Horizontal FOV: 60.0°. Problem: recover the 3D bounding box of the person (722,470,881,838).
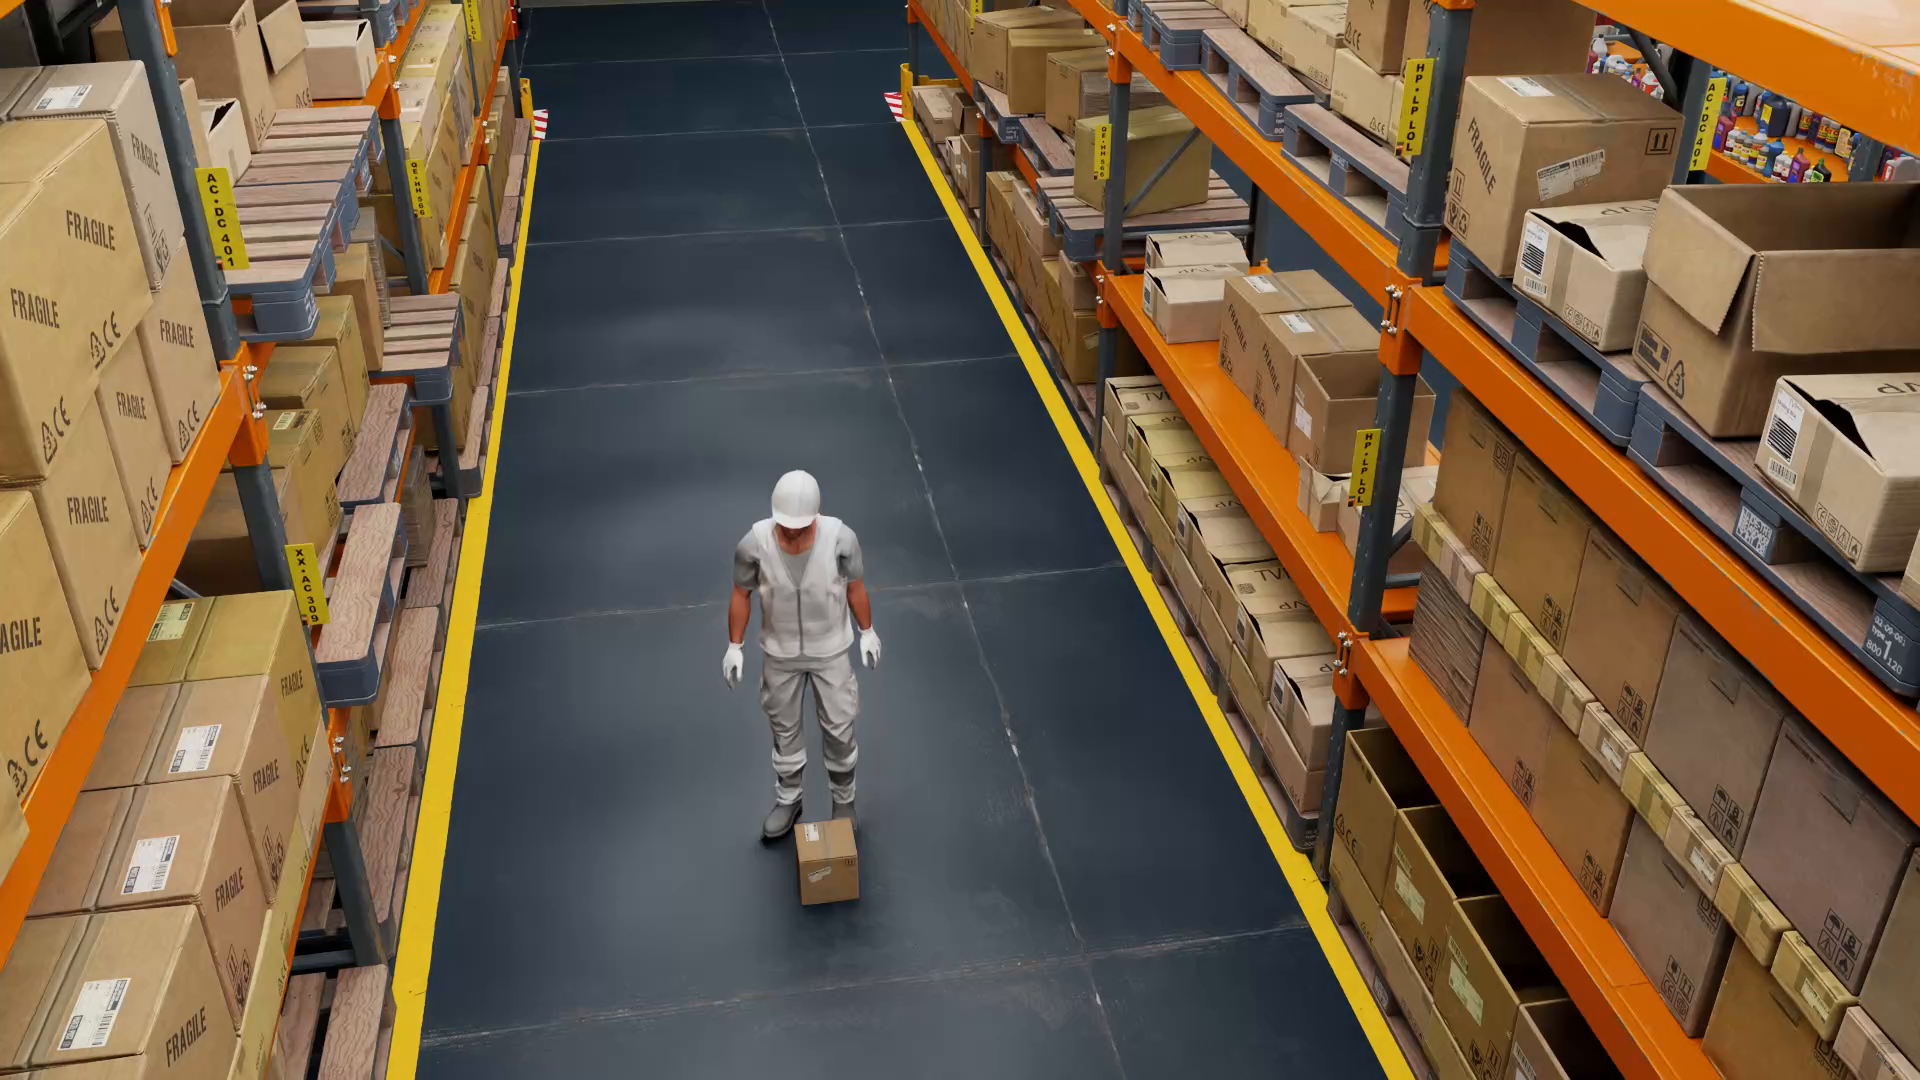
[{"bbox_3d":[-0.693,0.507,7.240,0.681,1.819,0.397,0,30,0],"label":"person"}]
